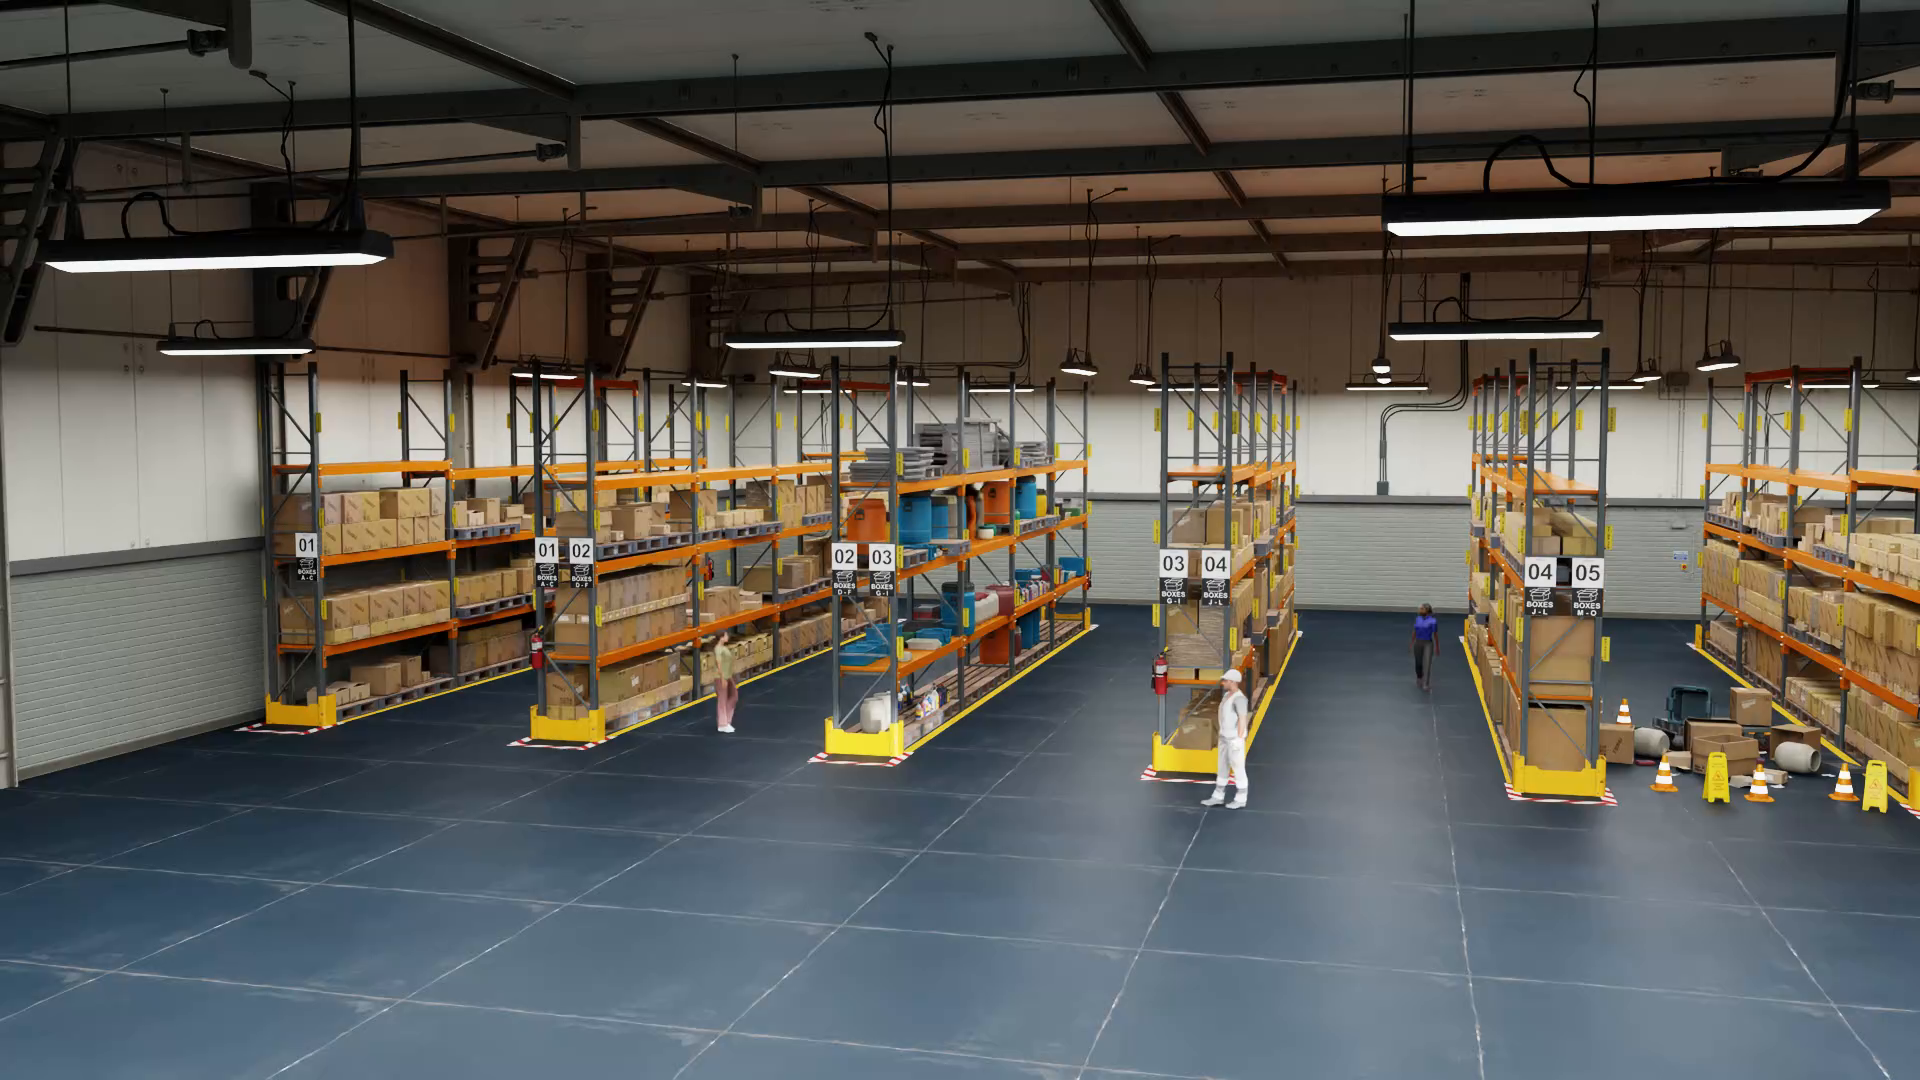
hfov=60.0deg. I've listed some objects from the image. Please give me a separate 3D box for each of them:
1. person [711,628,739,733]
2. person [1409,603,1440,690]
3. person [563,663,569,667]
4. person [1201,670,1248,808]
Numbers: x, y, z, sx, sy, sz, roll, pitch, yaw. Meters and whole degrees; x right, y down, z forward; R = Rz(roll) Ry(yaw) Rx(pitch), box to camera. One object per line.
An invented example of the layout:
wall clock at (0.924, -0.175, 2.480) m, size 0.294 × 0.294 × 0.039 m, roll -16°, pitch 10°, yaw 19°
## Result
person at (-3.828, 2.288, 27.041) m, size 0.409 × 1.714 × 0.504 m, roll 1°, pitch 4°, yaw 13°
person at (8.757, 1.992, 31.343) m, size 0.562 × 1.612 × 0.928 m, roll 2°, pitch 4°, yaw 21°
person at (-7.704, 1.791, 33.789) m, size 0.885 × 1.674 × 0.549 m, roll -2°, pitch 4°, yaw -23°
person at (3.466, 2.583, 21.600) m, size 0.504 × 1.804 × 0.591 m, roll -1°, pitch 4°, yaw -18°
